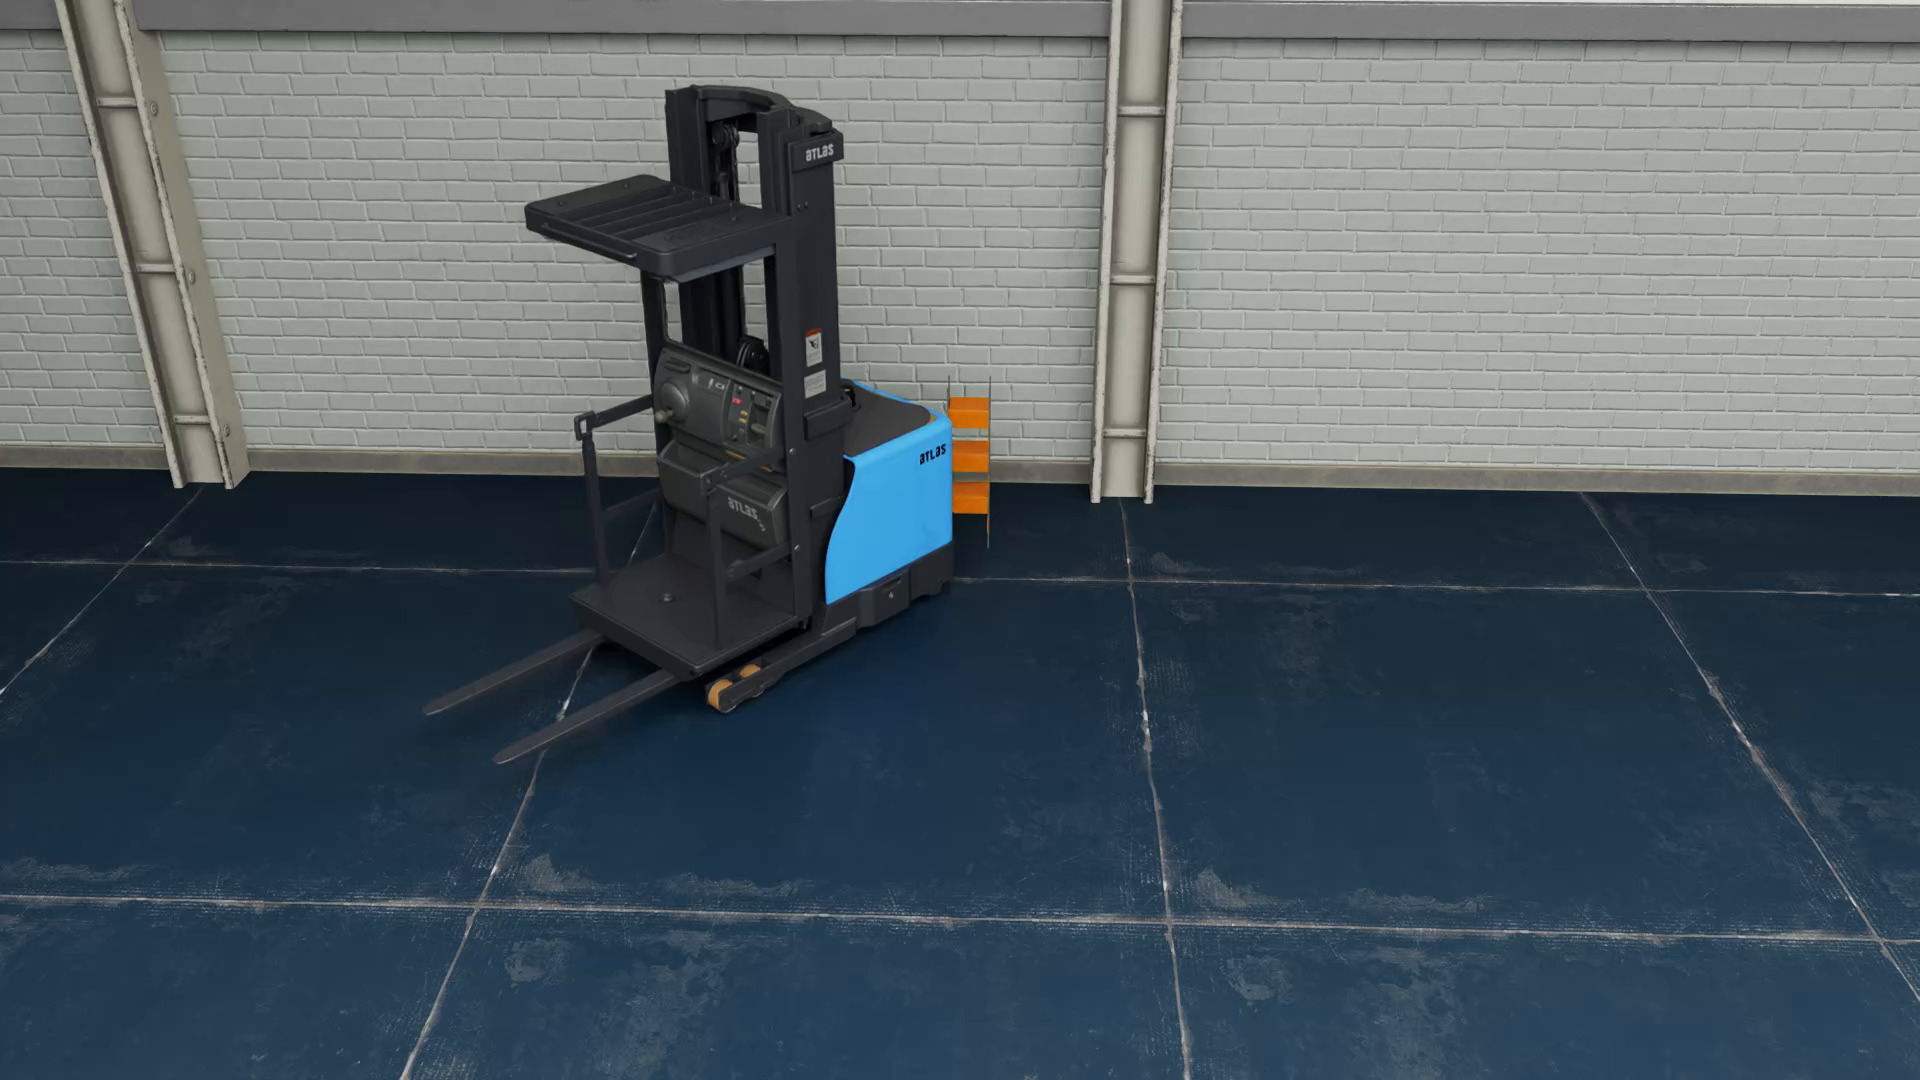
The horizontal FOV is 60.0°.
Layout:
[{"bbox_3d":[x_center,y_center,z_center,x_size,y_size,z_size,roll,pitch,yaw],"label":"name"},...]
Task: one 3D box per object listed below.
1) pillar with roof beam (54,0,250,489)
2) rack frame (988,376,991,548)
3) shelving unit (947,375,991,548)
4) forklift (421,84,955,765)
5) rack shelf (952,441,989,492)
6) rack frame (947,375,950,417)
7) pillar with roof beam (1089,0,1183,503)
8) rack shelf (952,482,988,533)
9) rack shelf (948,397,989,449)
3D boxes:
[{"bbox_3d":[-5.101,-2.372,5.116,0.400,9.000,9.100,1,28,2],"label":"pillar with roof beam"},{"bbox_3d":[0.175,-0.461,9.999,0.008,1.050,0.200,1,28,2],"label":"rack frame"},{"bbox_3d":[0.053,-0.463,10.002,0.252,1.050,0.215,1,28,2],"label":"shelving unit"},{"bbox_3d":[-1.392,-0.676,8.396,1.130,2.935,3.031,23,36,36],"label":"forklift"},{"bbox_3d":[0.053,-0.454,10.007,0.240,0.259,0.215,1,28,2],"label":"rack shelf"},{"bbox_3d":[-0.068,-0.465,10.006,0.008,1.050,0.200,1,28,2],"label":"rack frame"},{"bbox_3d":[0.895,-2.272,4.929,0.400,9.000,9.100,1,28,2],"label":"pillar with roof beam"},{"bbox_3d":[0.053,-0.208,10.138,0.240,0.259,0.215,1,28,2],"label":"rack shelf"},{"bbox_3d":[0.053,-0.704,9.874,0.240,0.259,0.215,1,28,2],"label":"rack shelf"}]
